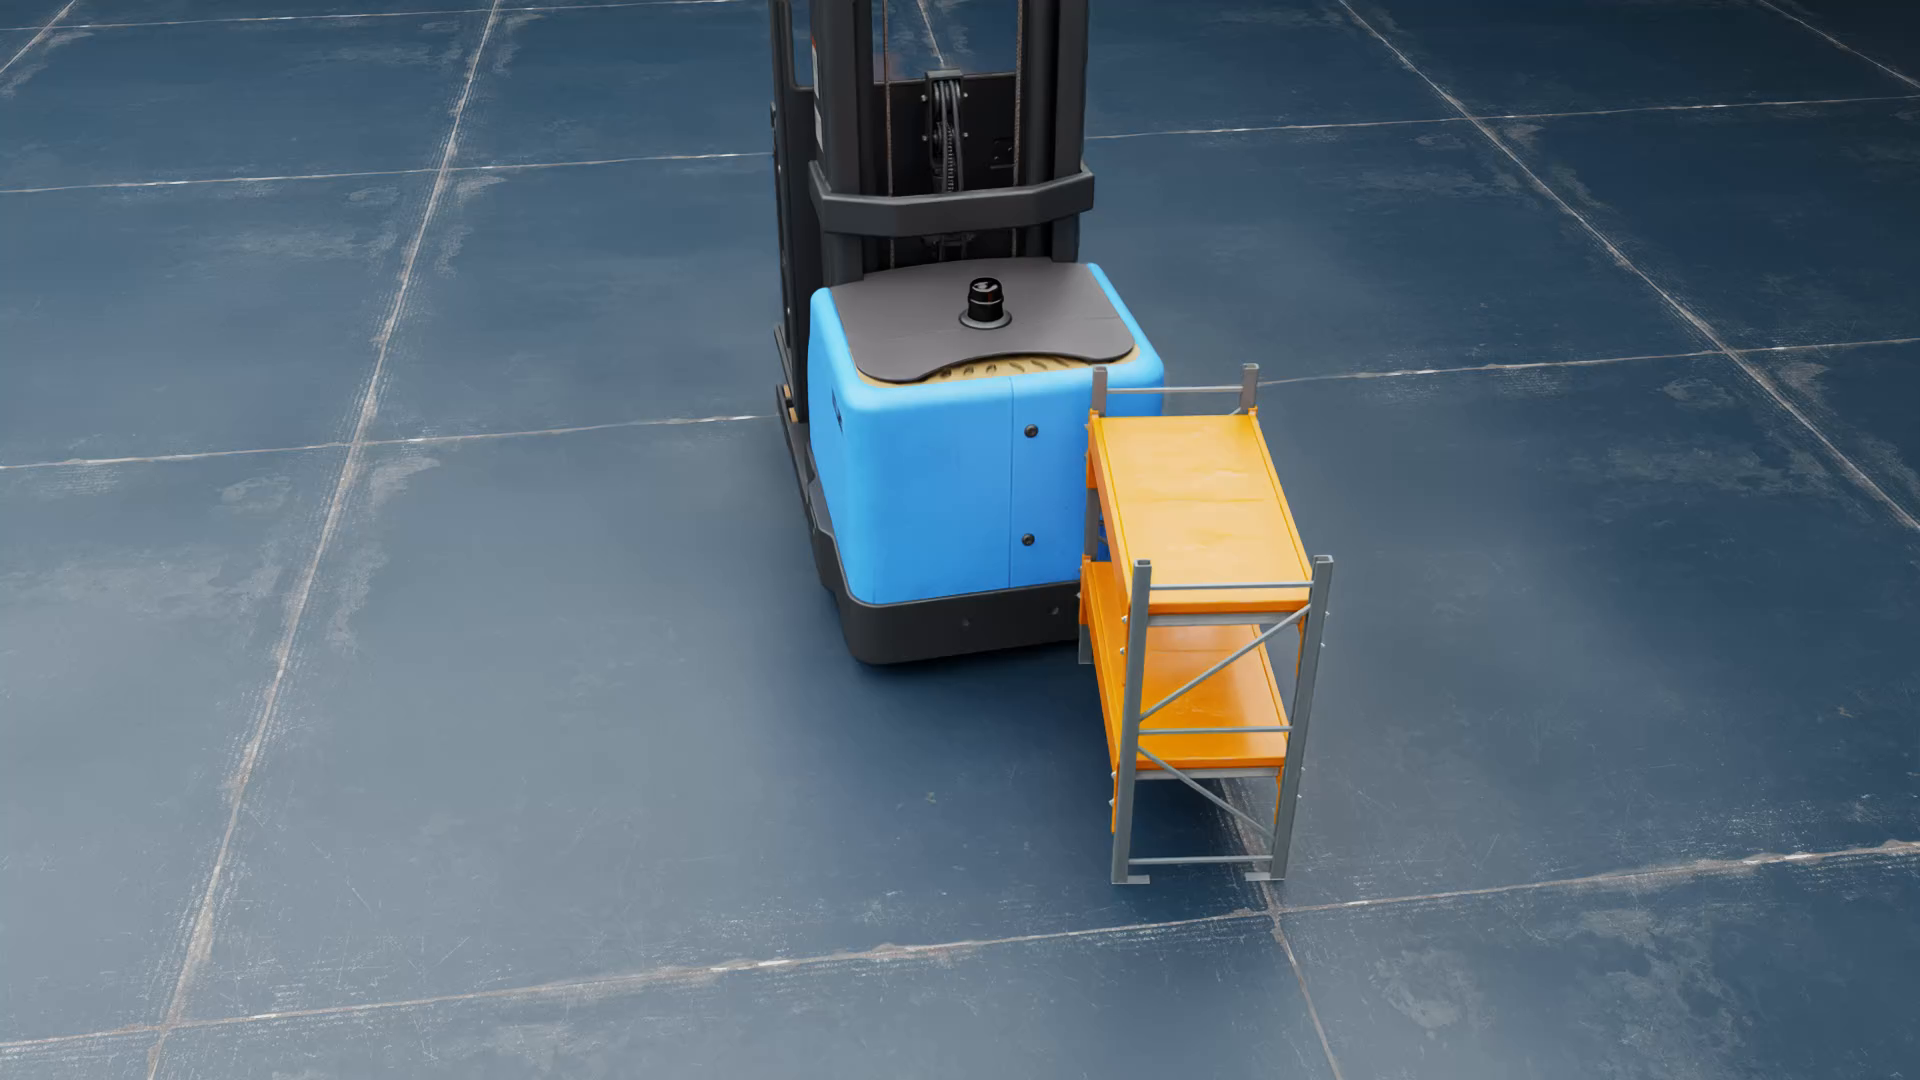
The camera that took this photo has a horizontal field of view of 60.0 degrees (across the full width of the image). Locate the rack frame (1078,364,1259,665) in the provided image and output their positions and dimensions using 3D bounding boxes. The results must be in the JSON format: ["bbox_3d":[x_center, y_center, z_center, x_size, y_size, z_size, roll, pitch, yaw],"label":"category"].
[{"bbox_3d":[0.651,-0.055,5.332,0.500,1.125,0.032,-1,34,-2],"label":"rack frame"}]

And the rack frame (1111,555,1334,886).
[{"bbox_3d":[0.687,0.517,4.493,0.500,1.125,0.032,-1,34,-2],"label":"rack frame"}]

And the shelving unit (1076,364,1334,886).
[{"bbox_3d":[0.669,0.231,4.913,0.538,1.125,1.048,-1,34,-2],"label":"shelving unit"}]

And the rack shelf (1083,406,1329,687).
[{"bbox_3d":[0.669,-0.011,4.748,0.538,0.278,1.000,-1,34,-2],"label":"rack shelf"}]

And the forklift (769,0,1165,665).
[{"bbox_3d":[-0.151,-1.622,6.028,1.130,2.935,3.031,-7,35,-10],"label":"forklift"}]

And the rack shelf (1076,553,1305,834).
[{"bbox_3d":[0.669,0.433,5.050,0.538,0.278,1.000,-1,34,-2],"label":"rack shelf"}]
